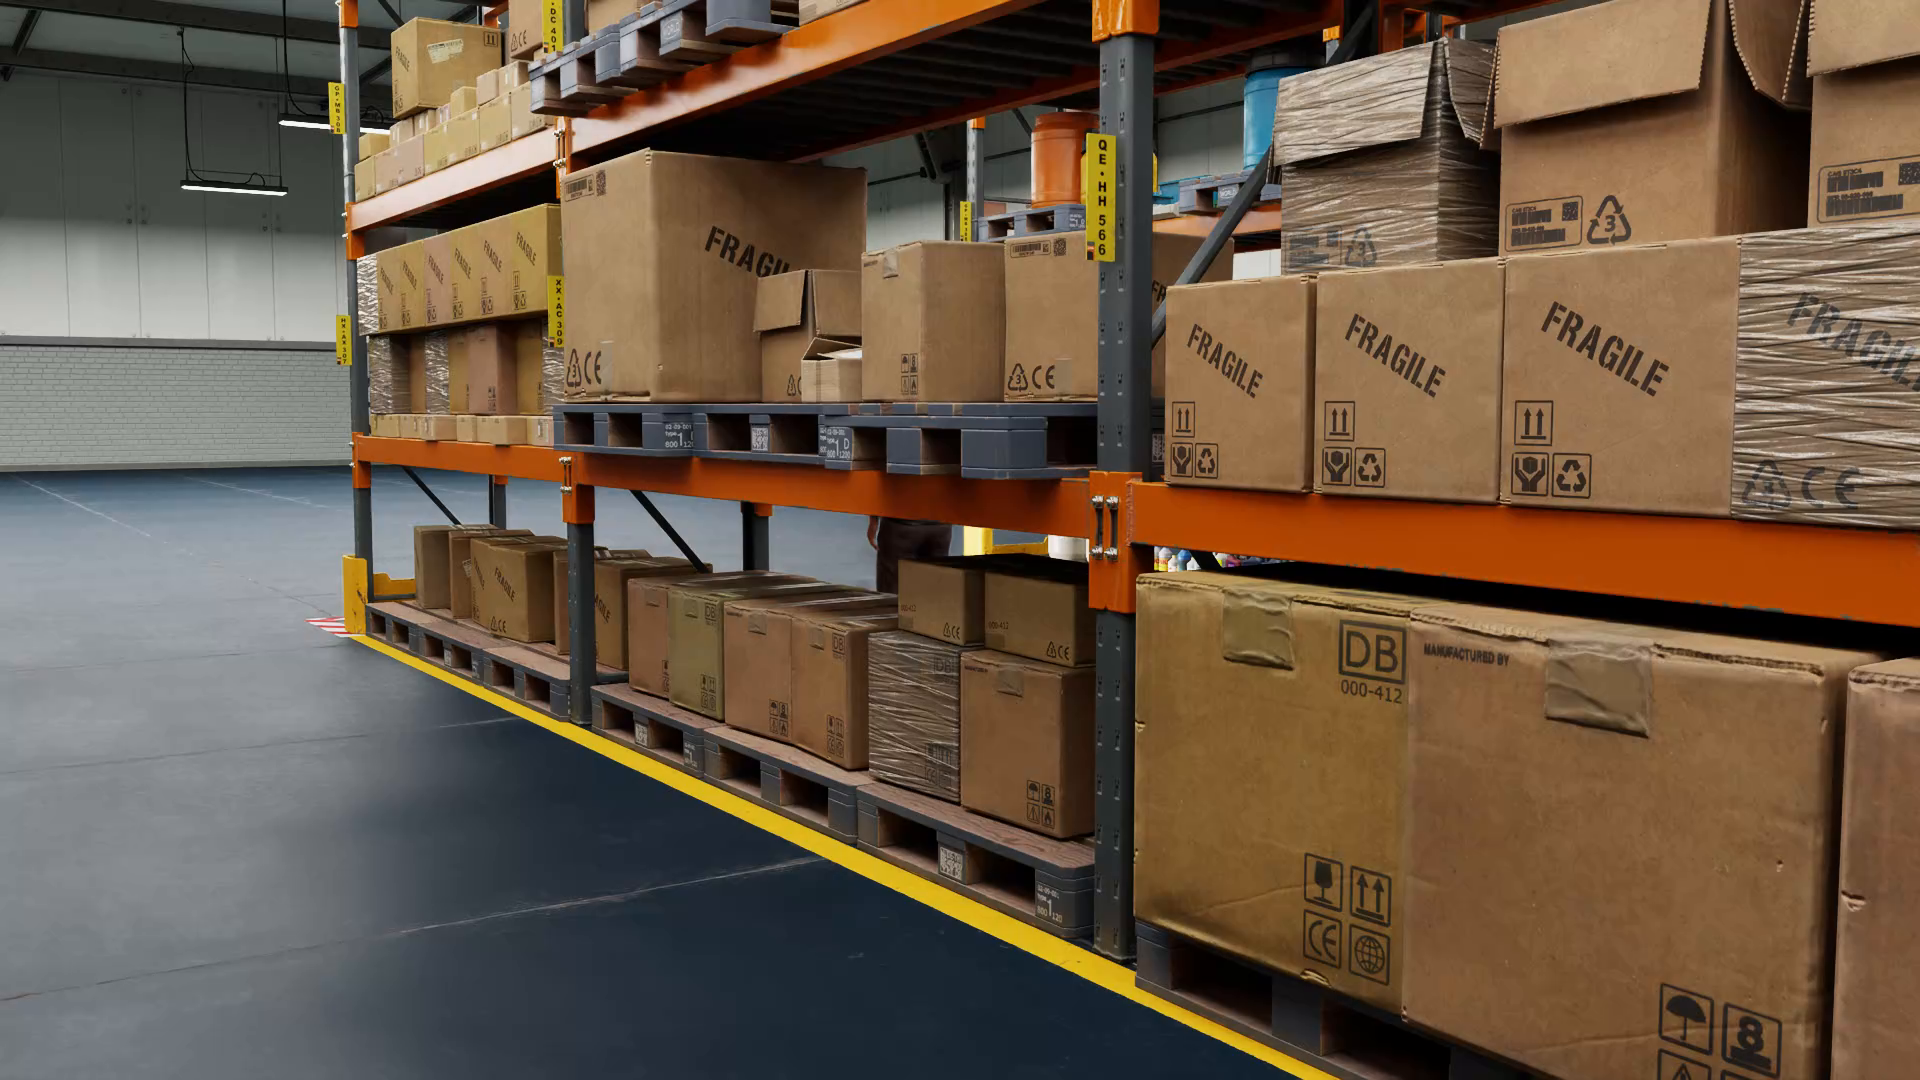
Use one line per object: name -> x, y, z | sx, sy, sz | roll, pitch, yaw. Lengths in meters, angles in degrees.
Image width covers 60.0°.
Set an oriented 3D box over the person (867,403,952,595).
person -> -0.253, -0.088, 9.074 | 0.579, 1.717, 0.424 | -3, 6, -36
